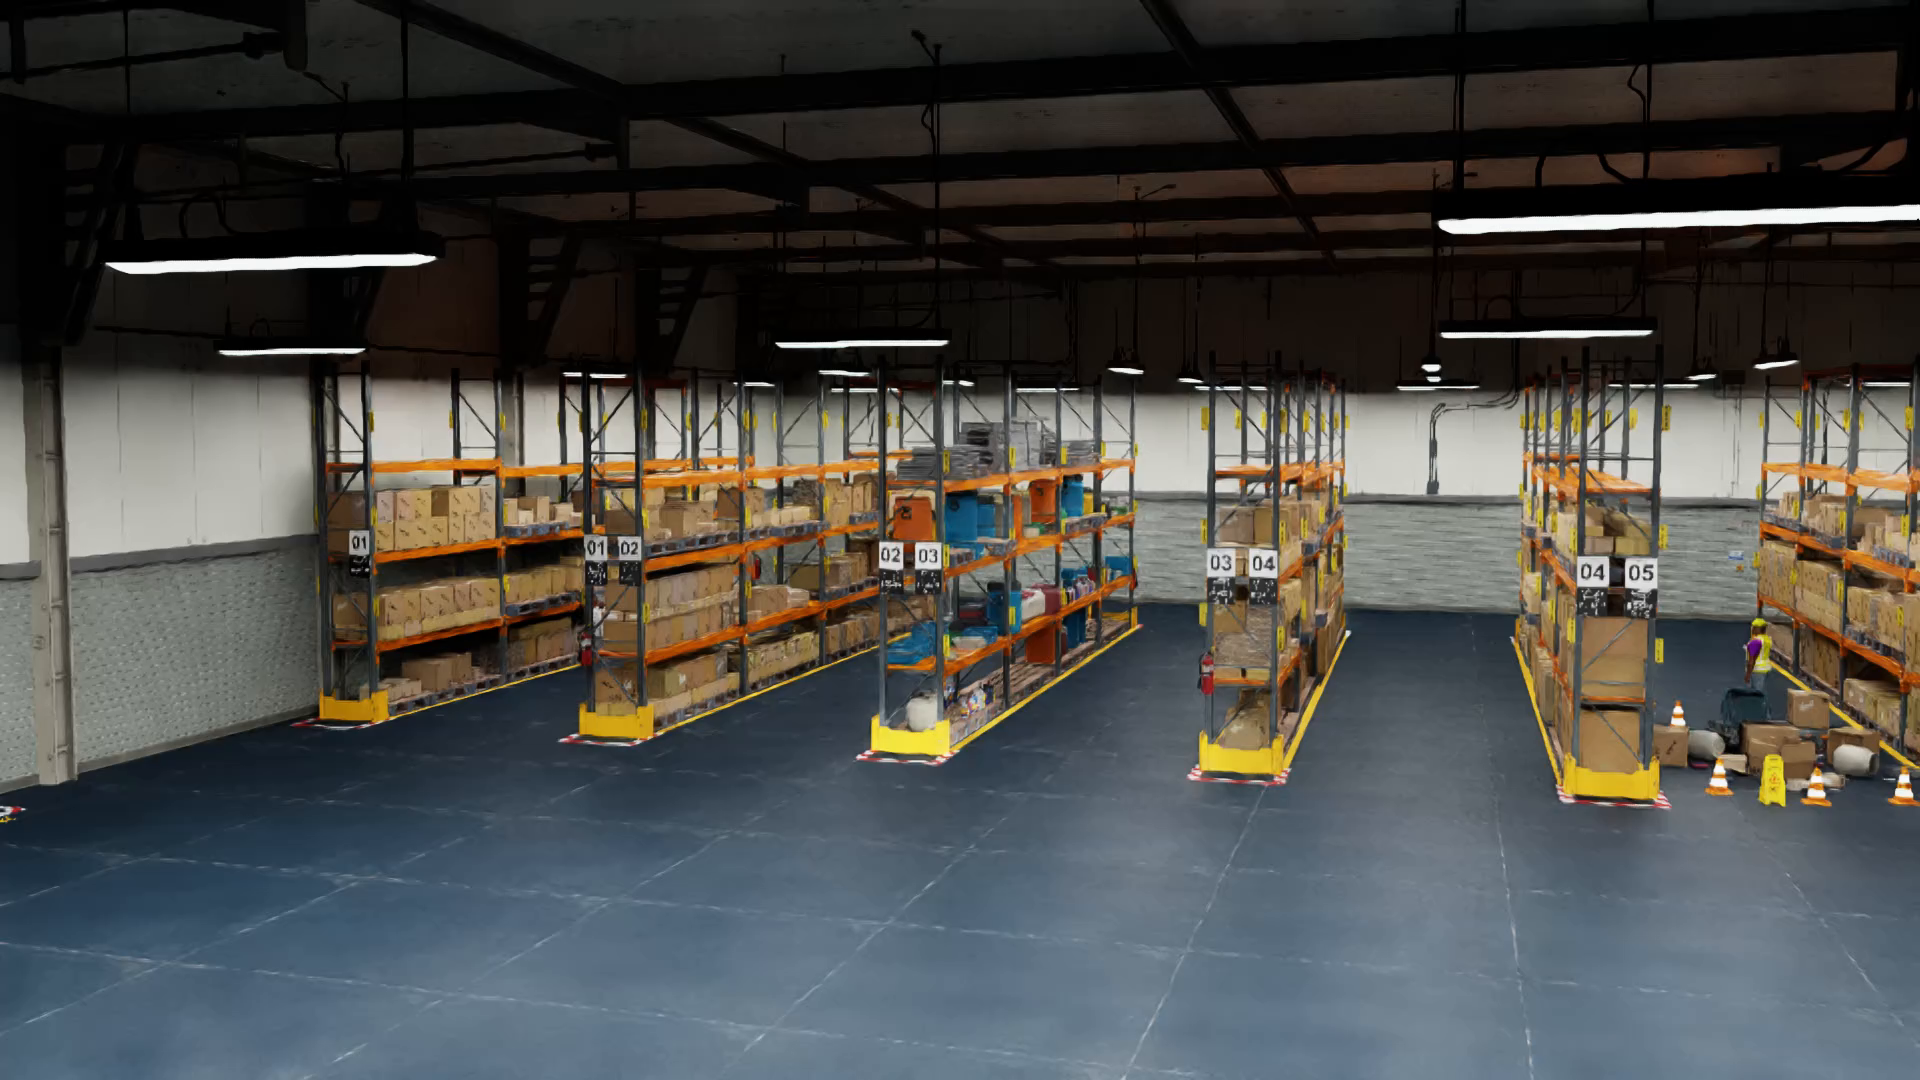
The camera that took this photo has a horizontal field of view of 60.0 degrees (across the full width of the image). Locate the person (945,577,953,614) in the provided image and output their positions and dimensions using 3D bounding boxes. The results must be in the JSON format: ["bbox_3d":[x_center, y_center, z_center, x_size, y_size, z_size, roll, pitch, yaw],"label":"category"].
[{"bbox_3d":[-0.396,1.135,42.839,0.489,1.590,0.611,3,5,37],"label":"person"}]

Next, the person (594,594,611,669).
[{"bbox_3d":[-6.972,1.852,32.654,0.587,1.644,0.662,1,4,8],"label":"person"}]

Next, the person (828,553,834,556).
[{"bbox_3d":[-3.128,1.214,40.327,0.655,1.785,0.577,-4,6,-44],"label":"person"}]

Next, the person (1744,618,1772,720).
[{"bbox_3d":[13.086,2.155,27.336,0.559,1.762,0.661,4,6,44],"label":"person"}]
